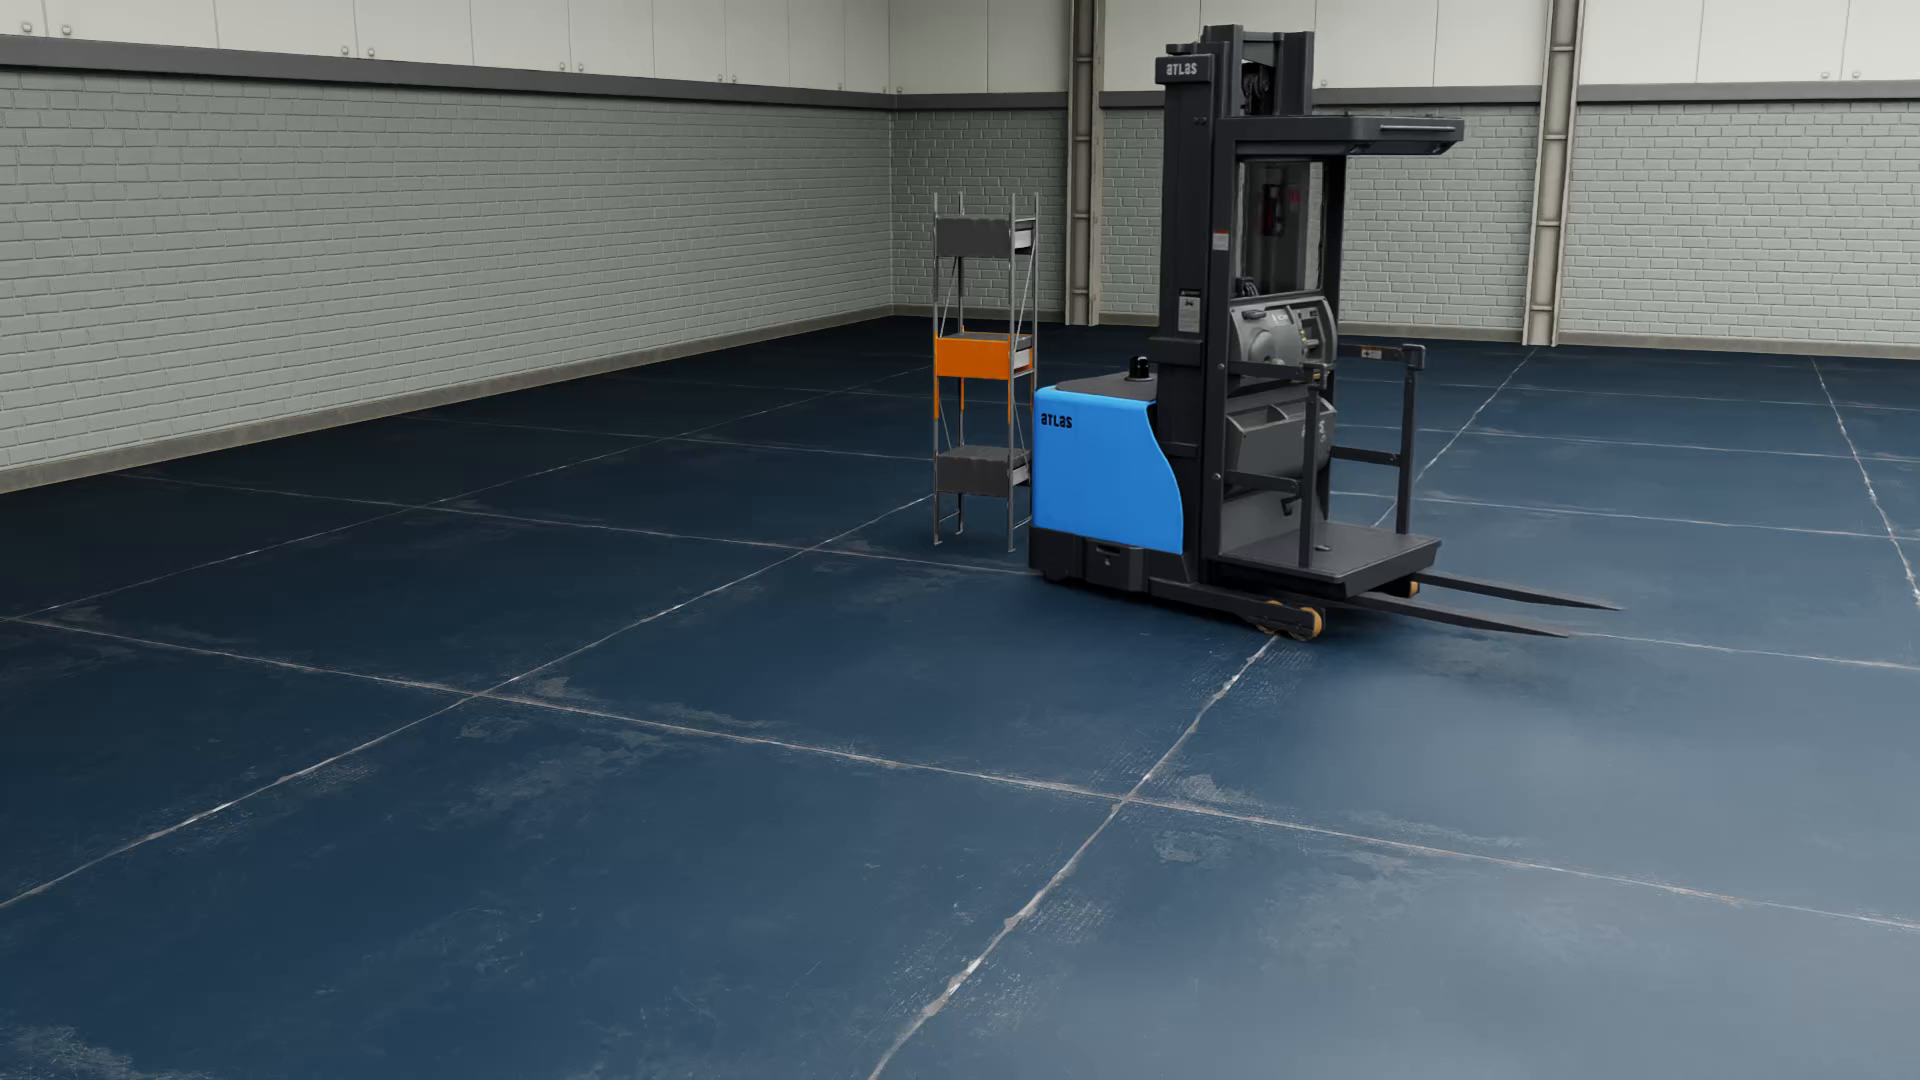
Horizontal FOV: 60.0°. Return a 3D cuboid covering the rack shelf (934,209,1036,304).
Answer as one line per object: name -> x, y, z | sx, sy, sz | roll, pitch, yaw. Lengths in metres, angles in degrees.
rack shelf -> 0.151, -1.675, 9.793 | 0.480, 0.518, 0.431 | 6, 14, 23

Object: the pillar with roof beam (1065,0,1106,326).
pillar with roof beam -> -0.059, -6.456, 18.070 | 0.400, 9.000, 9.100 | 6, 14, 23

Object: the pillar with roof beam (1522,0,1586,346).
pillar with roof beam -> 5.427, -5.901, 15.704 | 0.400, 9.000, 9.100 | 6, 14, 23

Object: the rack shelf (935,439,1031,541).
rack shelf -> 0.151, -0.312, 10.113 | 0.480, 0.518, 0.431 | 6, 14, 23

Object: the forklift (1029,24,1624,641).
forklift -> 1.817, -1.067, 8.385 | 3.031, 2.935, 1.130 | 12, 18, 41

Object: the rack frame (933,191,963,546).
rack frame -> -0.072, -1.029, 10.046 | 0.015, 2.100, 0.400 | 6, 14, 23

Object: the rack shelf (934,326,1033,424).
rack shelf -> 0.151, -0.994, 9.953 | 0.480, 0.518, 0.431 | 6, 14, 23

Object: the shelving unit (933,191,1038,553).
shelving unit -> 0.151, -1.007, 9.950 | 0.503, 2.100, 0.431 | 6, 14, 23

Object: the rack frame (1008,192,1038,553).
rack frame -> 0.374, -0.984, 9.853 | 0.015, 2.100, 0.400 | 6, 14, 23
